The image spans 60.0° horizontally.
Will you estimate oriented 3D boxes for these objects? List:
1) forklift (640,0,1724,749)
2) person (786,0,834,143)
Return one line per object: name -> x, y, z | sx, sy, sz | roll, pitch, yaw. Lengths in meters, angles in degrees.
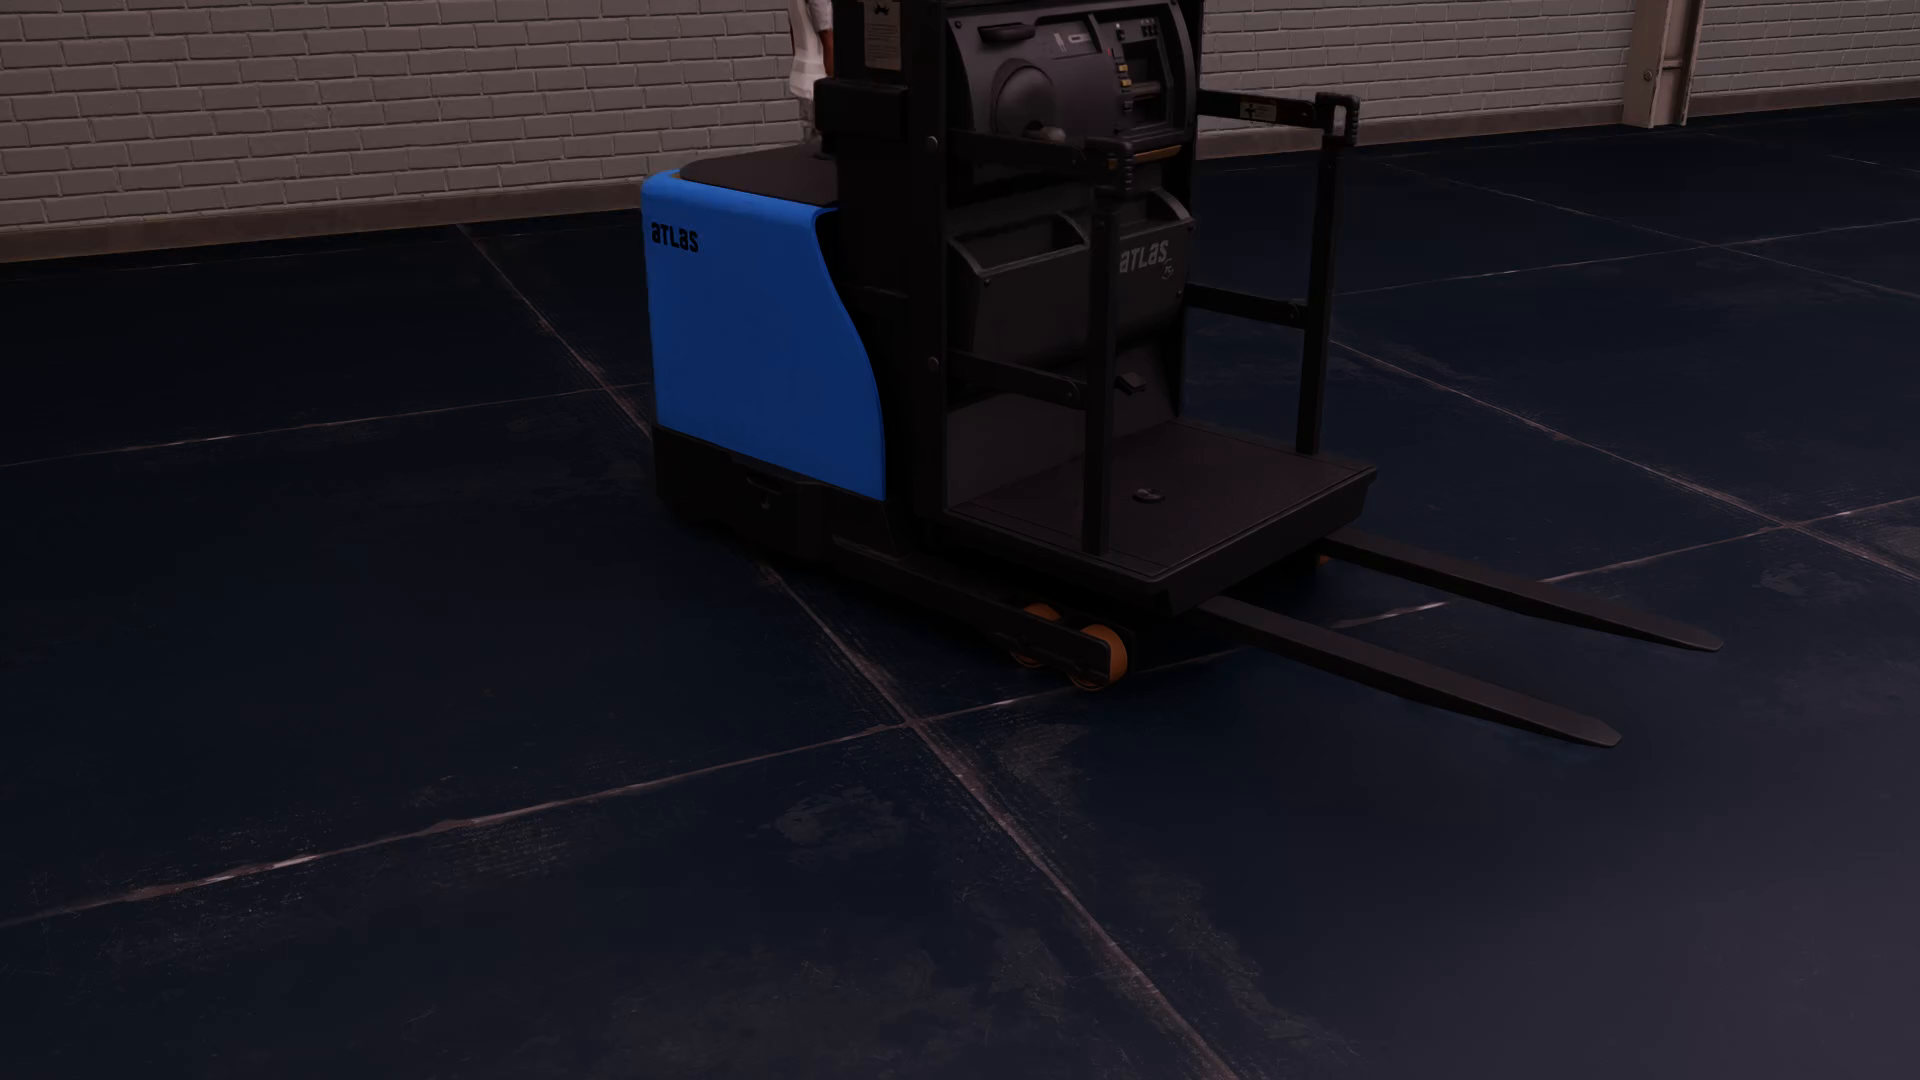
forklift -> 0.466, -1.199, 4.172 | 3.031, 2.935, 1.130 | 19, 29, 38
person -> -0.595, -2.067, 7.756 | 0.370, 1.789, 0.566 | -8, 24, -19
